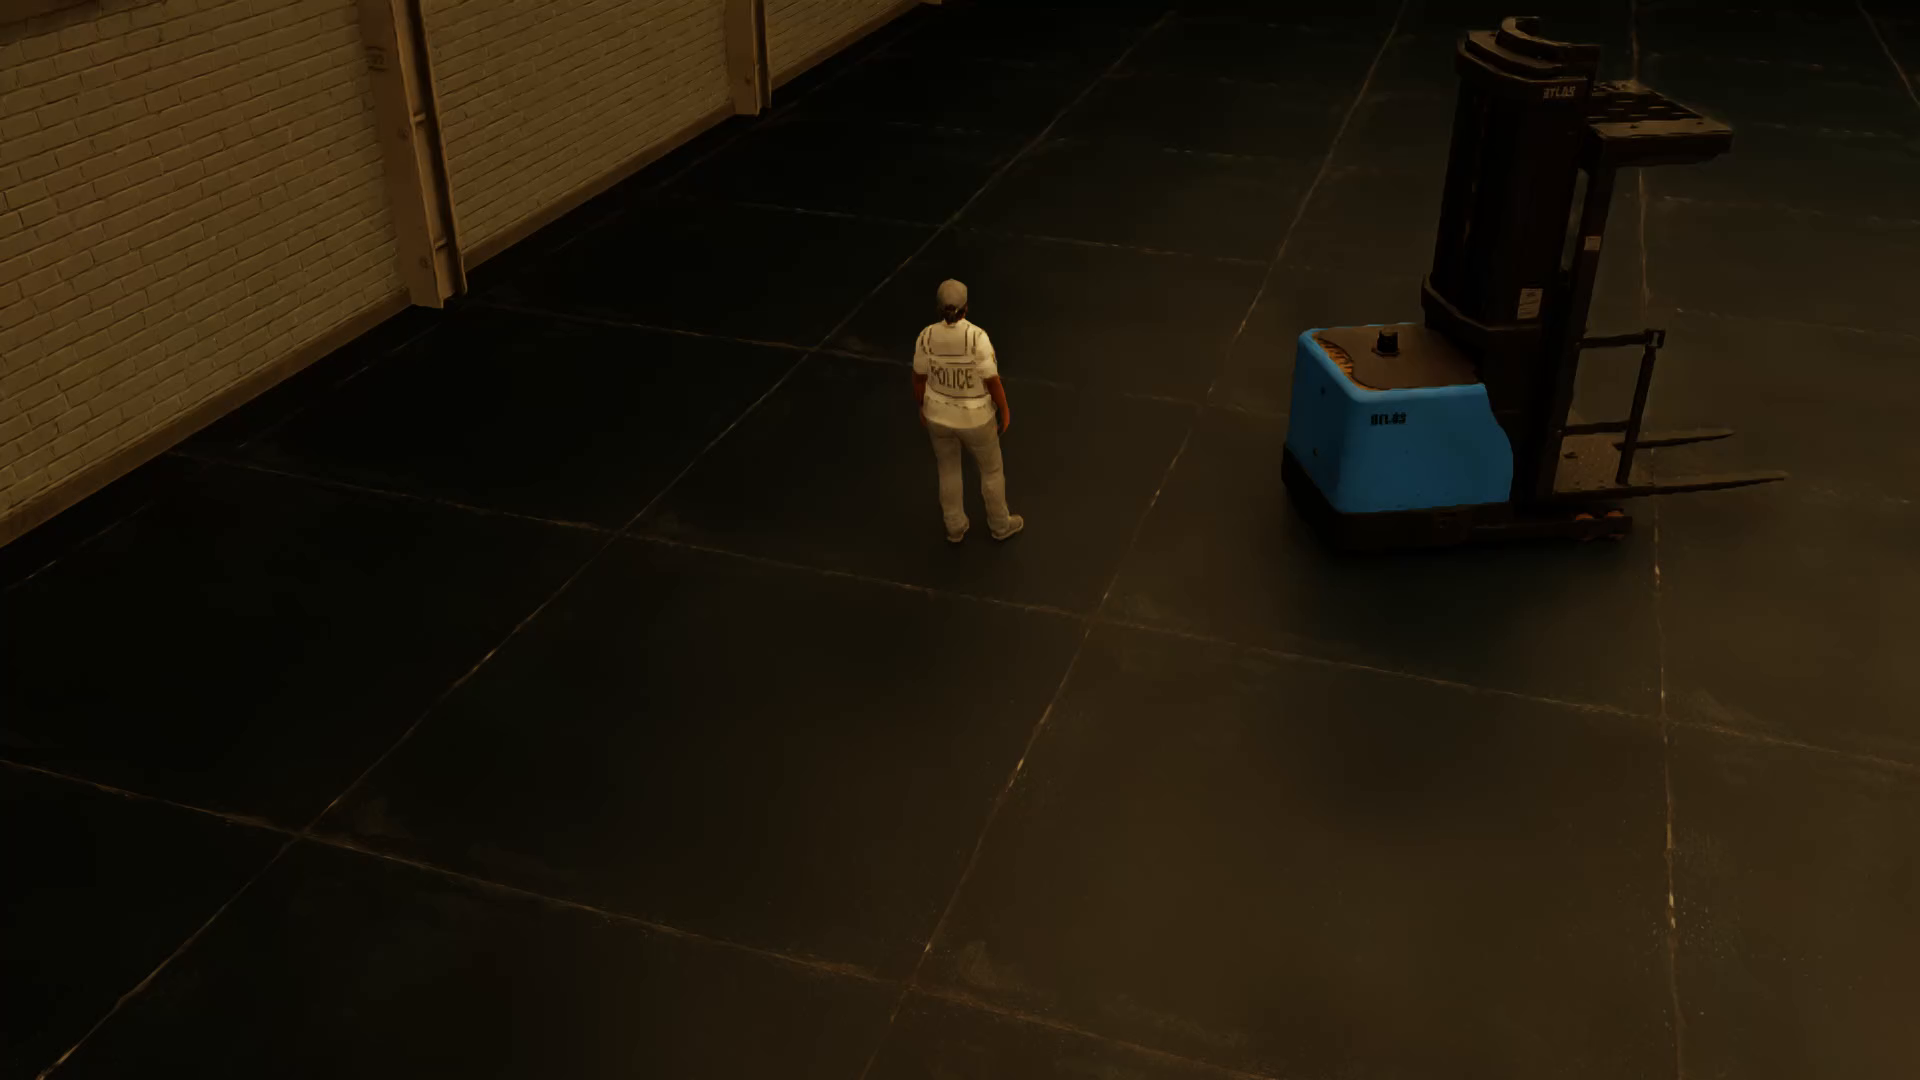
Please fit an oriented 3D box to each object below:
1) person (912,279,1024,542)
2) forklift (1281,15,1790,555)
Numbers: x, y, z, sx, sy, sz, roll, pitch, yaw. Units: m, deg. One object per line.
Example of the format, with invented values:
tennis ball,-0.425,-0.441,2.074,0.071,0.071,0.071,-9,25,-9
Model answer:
person,0.046,-0.762,9.736,0.598,1.669,0.529,10,31,16
forklift,3.620,-1.519,9.802,3.031,2.935,1.130,-5,30,-8
